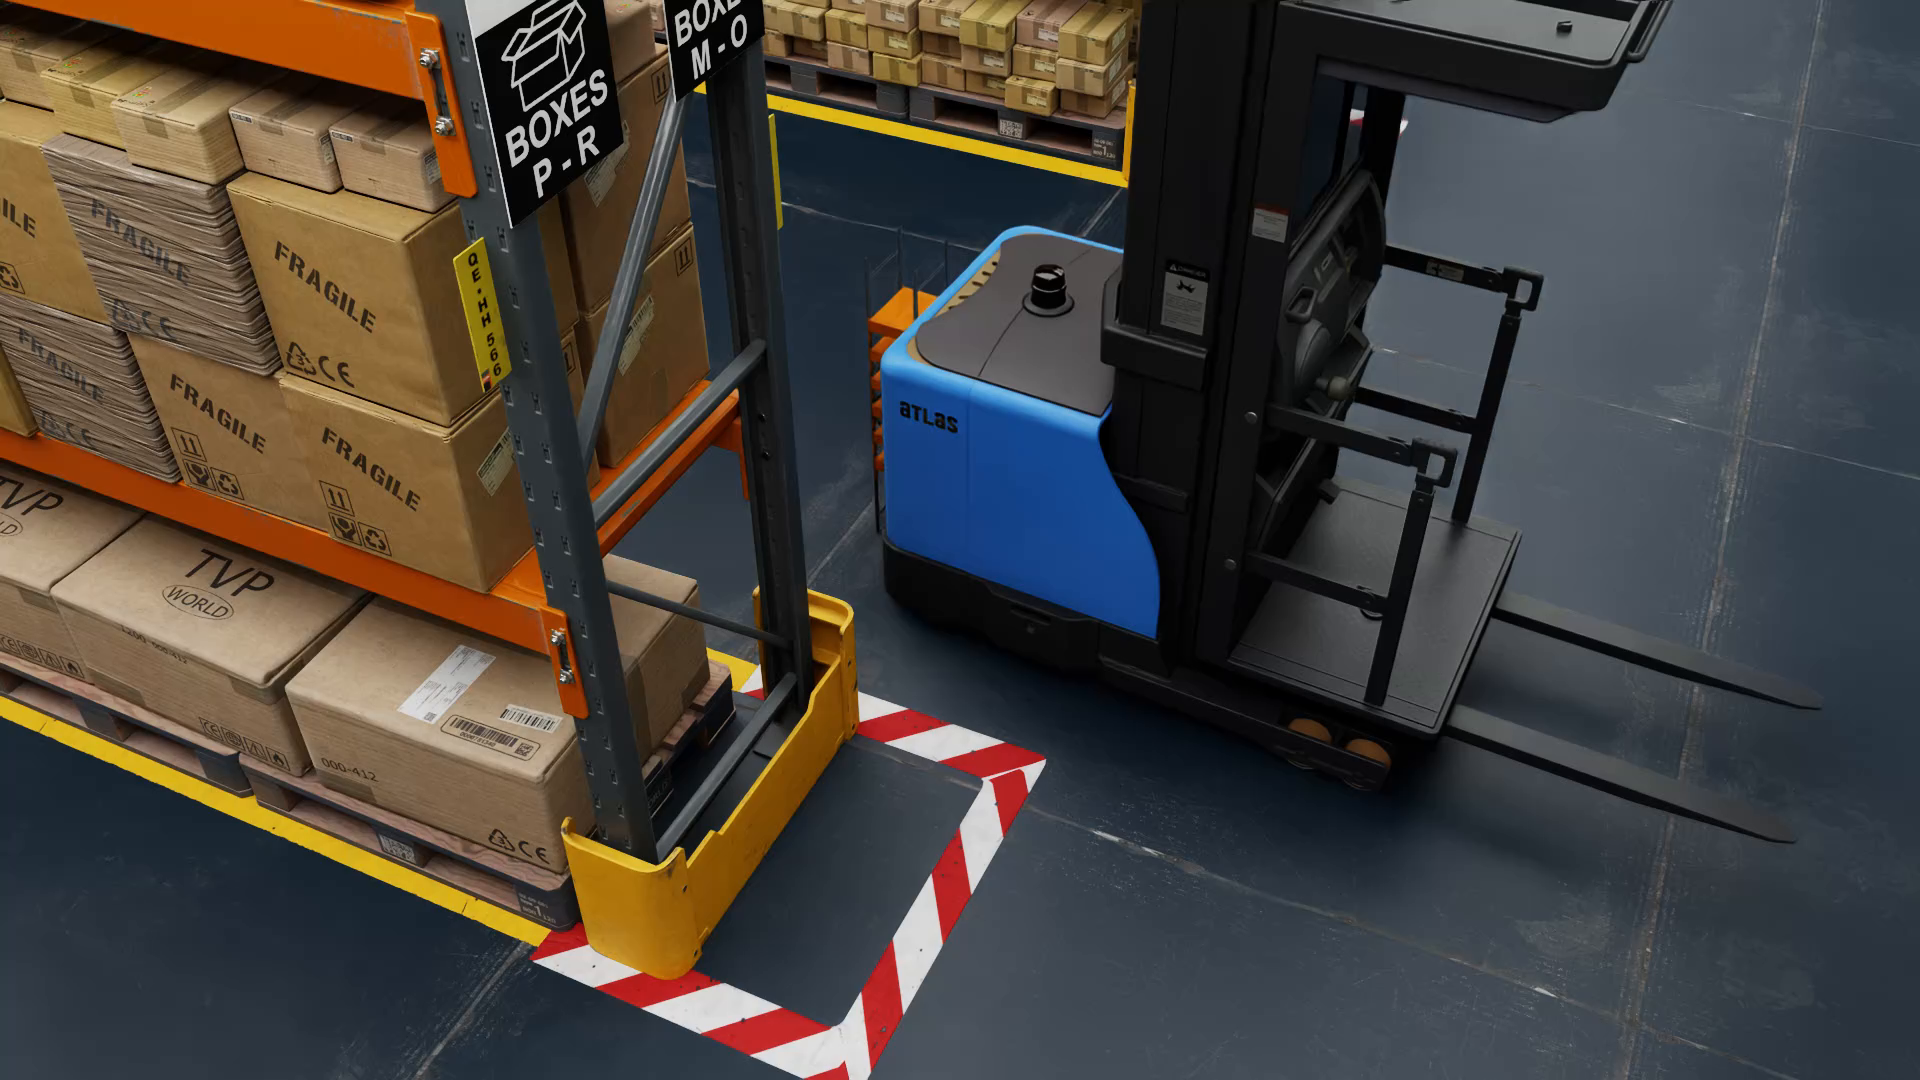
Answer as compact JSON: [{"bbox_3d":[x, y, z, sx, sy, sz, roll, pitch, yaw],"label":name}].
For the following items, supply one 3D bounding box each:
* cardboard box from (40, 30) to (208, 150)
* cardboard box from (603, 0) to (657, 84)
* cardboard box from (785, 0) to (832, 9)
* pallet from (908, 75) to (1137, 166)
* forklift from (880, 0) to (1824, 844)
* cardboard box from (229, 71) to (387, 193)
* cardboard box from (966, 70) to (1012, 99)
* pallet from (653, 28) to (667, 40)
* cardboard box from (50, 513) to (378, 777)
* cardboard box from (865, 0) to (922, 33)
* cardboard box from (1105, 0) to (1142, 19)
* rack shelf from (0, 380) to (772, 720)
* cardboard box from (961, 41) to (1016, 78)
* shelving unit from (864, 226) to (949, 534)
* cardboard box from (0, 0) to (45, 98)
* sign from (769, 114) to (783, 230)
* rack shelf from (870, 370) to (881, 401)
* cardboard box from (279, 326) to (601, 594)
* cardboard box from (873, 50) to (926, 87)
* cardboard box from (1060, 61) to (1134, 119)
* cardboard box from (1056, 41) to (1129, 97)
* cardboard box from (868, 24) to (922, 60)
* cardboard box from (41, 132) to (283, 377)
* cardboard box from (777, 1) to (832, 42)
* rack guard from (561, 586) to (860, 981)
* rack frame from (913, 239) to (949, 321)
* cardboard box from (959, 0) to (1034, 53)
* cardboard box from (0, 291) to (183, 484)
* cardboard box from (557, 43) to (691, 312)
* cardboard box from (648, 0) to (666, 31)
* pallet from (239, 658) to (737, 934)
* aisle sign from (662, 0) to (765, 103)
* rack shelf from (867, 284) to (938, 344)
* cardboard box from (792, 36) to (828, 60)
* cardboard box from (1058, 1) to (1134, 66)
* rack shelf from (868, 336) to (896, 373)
[{"bbox_3d":[-1.868,-1.065,3.854,0.250,0.149,0.380,18,44,20],"label":"cardboard box"},{"bbox_3d":[-0.942,-1.175,3.981,0.250,0.149,0.380,18,44,20],"label":"cardboard box"},{"bbox_3d":[-0.731,-2.966,8.783,0.250,0.149,0.380,17,44,19],"label":"cardboard box"},{"bbox_3d":[0.474,-2.432,8.894,1.213,0.211,1.003,17,44,19],"label":"pallet"},{"bbox_3d":[1.275,-0.706,4.827,3.031,2.935,1.130,19,44,21],"label":"forklift"},{"bbox_3d":[-1.388,-0.949,3.720,0.250,0.149,0.380,18,44,19],"label":"cardboard box"},{"bbox_3d":[0.220,-2.457,8.651,0.250,0.149,0.380,17,44,18],"label":"cardboard box"},{"bbox_3d":[-1.738,-3.107,9.674,1.213,0.211,1.003,17,44,19],"label":"pallet"},{"bbox_3d":[-2.211,0.185,5.381,0.875,0.438,0.875,18,44,20],"label":"cardboard box"},{"bbox_3d":[-0.290,-2.771,8.559,0.250,0.149,0.380,19,44,20],"label":"cardboard box"},{"bbox_3d":[0.933,-2.871,8.674,0.250,0.149,0.380,15,43,17],"label":"cardboard box"},{"bbox_3d":[-2.550,-0.534,5.125,4.000,0.370,1.077,17,44,19],"label":"rack shelf"},{"bbox_3d":[0.193,-2.532,8.510,0.250,0.149,0.380,15,43,17],"label":"cardboard box"},{"bbox_3d":[-0.177,-0.517,5.930,0.189,1.200,0.258,19,44,21],"label":"shelving unit"},{"bbox_3d":[-2.327,-1.214,4.026,0.250,0.149,0.380,18,44,20],"label":"cardboard box"},{"bbox_3d":[-0.497,-0.937,4.319,0.005,0.325,0.100,17,44,19],"label":"sign"},{"bbox_3d":[-0.177,-0.574,5.881,0.180,0.103,0.258,19,44,21],"label":"rack shelf"},{"bbox_3d":[-1.287,-0.266,4.191,0.500,0.500,0.500,17,44,19],"label":"cardboard box"},{"bbox_3d":[-0.267,-2.551,8.759,0.250,0.149,0.380,15,43,17],"label":"cardboard box"},{"bbox_3d":[0.699,-2.322,8.494,0.250,0.149,0.380,18,44,19],"label":"cardboard box"},{"bbox_3d":[0.665,-2.389,8.345,0.250,0.149,0.380,16,43,18],"label":"cardboard box"},{"bbox_3d":[-0.282,-2.667,8.666,0.250,0.149,0.380,18,44,19],"label":"cardboard box"},{"bbox_3d":[-1.761,-0.787,4.028,0.500,0.500,0.500,17,44,19],"label":"cardboard box"},{"bbox_3d":[-0.767,-2.809,8.830,0.250,0.149,0.380,17,44,19],"label":"cardboard box"},{"bbox_3d":[-0.716,0.699,5.062,0.348,0.500,1.175,17,44,19],"label":"rack guard"},{"bbox_3d":[-0.096,-0.489,5.898,0.006,1.200,0.240,19,44,21],"label":"rack frame"},{"bbox_3d":[0.185,-2.621,8.385,0.250,0.149,0.380,16,43,18],"label":"cardboard box"},{"bbox_3d":[-2.205,-0.551,4.519,0.500,0.500,0.500,18,44,20],"label":"cardboard box"},{"bbox_3d":[-1.052,-0.970,4.239,0.500,0.500,0.500,16,43,18],"label":"cardboard box"},{"bbox_3d":[-1.679,-3.004,9.282,0.250,0.149,0.380,17,44,18],"label":"cardboard box"},{"bbox_3d":[-1.495,0.627,5.366,1.213,0.211,1.003,17,44,19],"label":"pallet"},{"bbox_3d":[-0.550,-1.387,3.575,0.004,0.787,0.394,17,44,19],"label":"aisle sign"},{"bbox_3d":[-0.177,-0.755,5.723,0.180,0.103,0.258,19,44,21],"label":"rack shelf"},{"bbox_3d":[-0.704,-2.753,8.992,0.250,0.149,0.380,18,44,20],"label":"cardboard box"},{"bbox_3d":[0.677,-2.521,8.270,0.250,0.149,0.380,17,44,19],"label":"cardboard box"},{"bbox_3d":[-0.177,-0.664,5.802,0.180,0.103,0.258,19,44,21],"label":"rack shelf"}]
